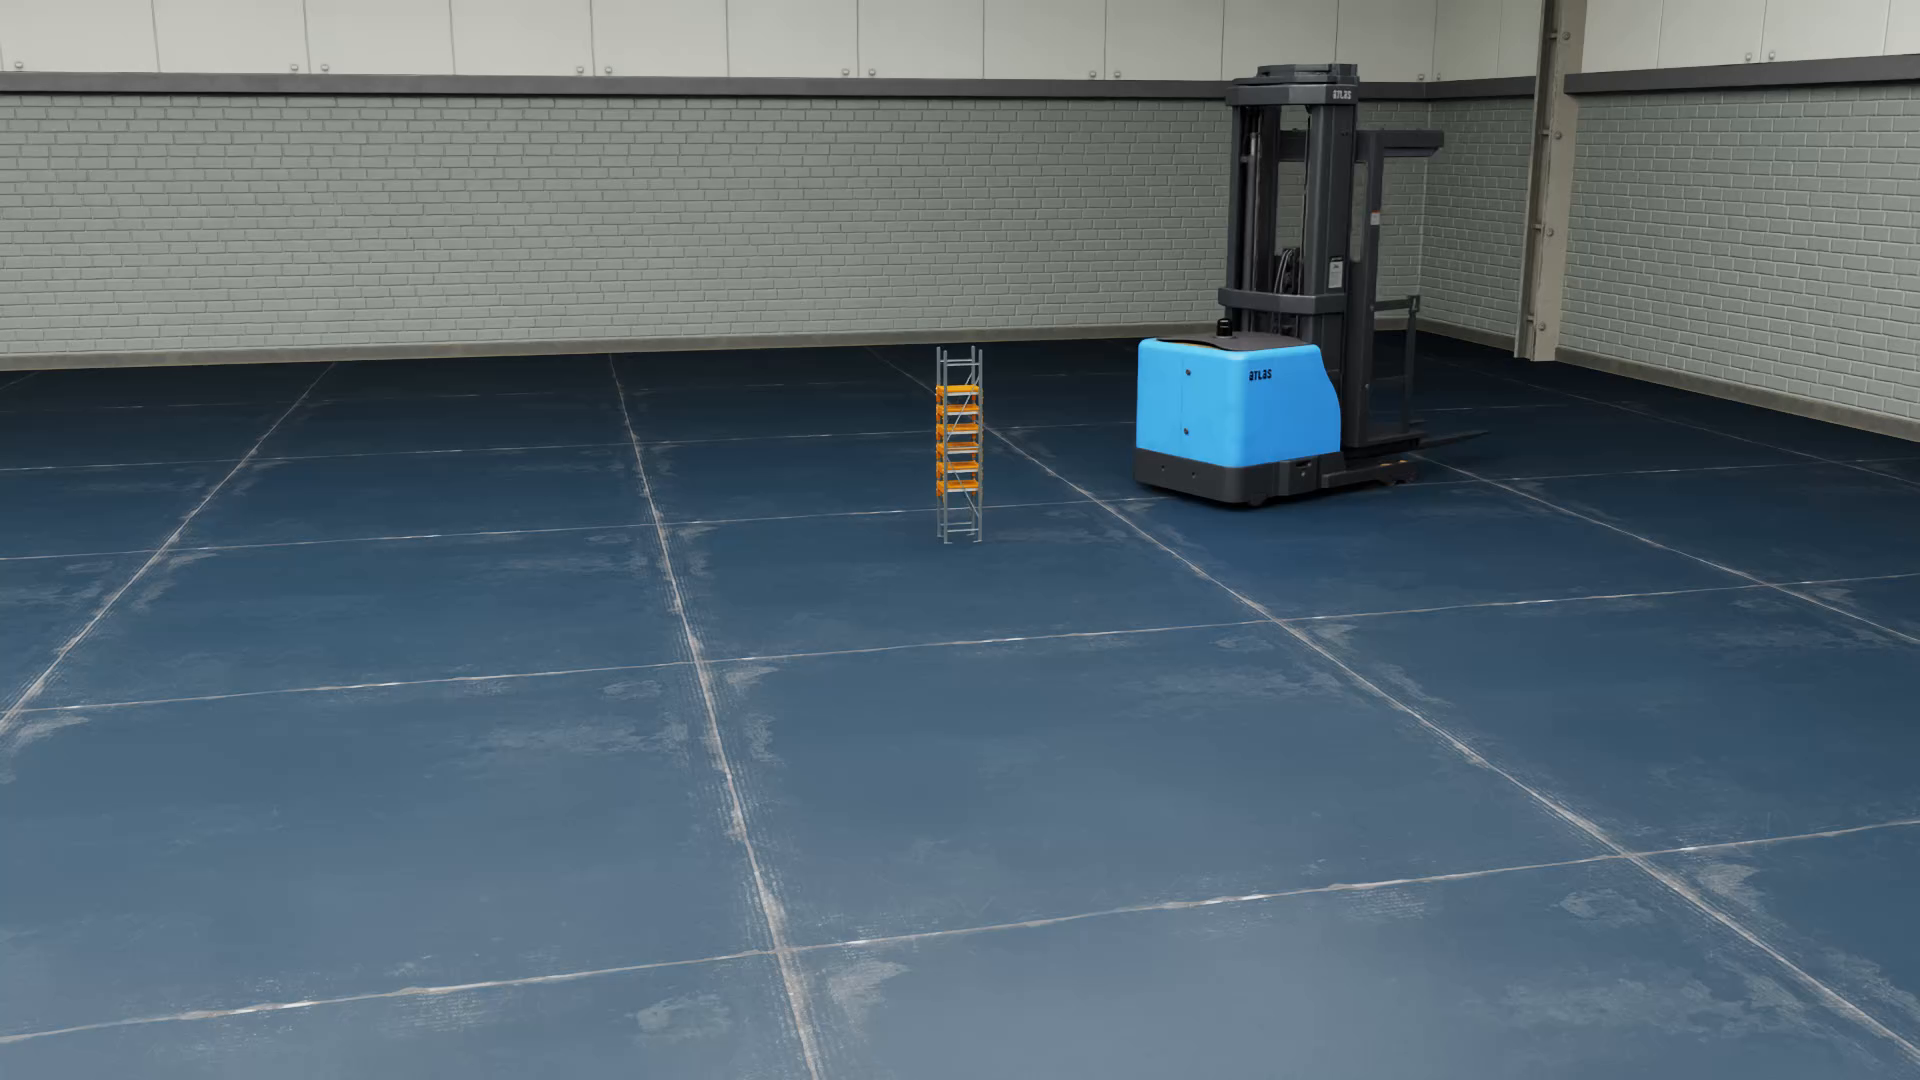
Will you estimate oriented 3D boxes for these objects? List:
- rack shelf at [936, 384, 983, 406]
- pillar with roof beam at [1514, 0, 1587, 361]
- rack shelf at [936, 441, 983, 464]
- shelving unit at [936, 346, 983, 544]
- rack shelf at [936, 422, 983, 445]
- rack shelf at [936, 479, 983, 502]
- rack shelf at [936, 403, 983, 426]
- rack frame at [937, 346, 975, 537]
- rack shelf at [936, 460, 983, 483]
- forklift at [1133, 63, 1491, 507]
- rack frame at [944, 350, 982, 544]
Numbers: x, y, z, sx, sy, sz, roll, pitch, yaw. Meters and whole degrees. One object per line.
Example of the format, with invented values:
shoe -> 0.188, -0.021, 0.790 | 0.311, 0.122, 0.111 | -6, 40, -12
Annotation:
rack shelf -> -0.003, -0.893, 10.223 | 0.258, 0.103, 0.180 | -3, 14, -13
pillar with roof beam -> 2.332, -6.186, 16.787 | 9.100, 9.000, 0.400 | -3, 14, -13
rack shelf -> -0.003, -0.543, 10.309 | 0.258, 0.103, 0.180 | -3, 14, -13
shelving unit -> -0.003, -0.586, 10.298 | 0.258, 1.200, 0.189 | -3, 14, -13
rack shelf -> -0.003, -0.660, 10.280 | 0.258, 0.103, 0.180 | -3, 14, -13
rack shelf -> -0.003, -0.310, 10.366 | 0.258, 0.103, 0.180 | -3, 14, -13
rack shelf -> -0.003, -0.776, 10.252 | 0.258, 0.103, 0.180 | -3, 14, -13
rack frame -> -0.025, -0.607, 10.385 | 0.240, 1.200, 0.006 | -3, 14, -13
rack shelf -> -0.003, -0.426, 10.337 | 0.258, 0.103, 0.180 | -3, 14, -13
forklift -> 2.725, -1.905, 12.050 | 3.031, 2.935, 1.130 | -10, 17, -35
rack frame -> 0.018, -0.565, 10.212 | 0.240, 1.200, 0.006 | -3, 14, -13
